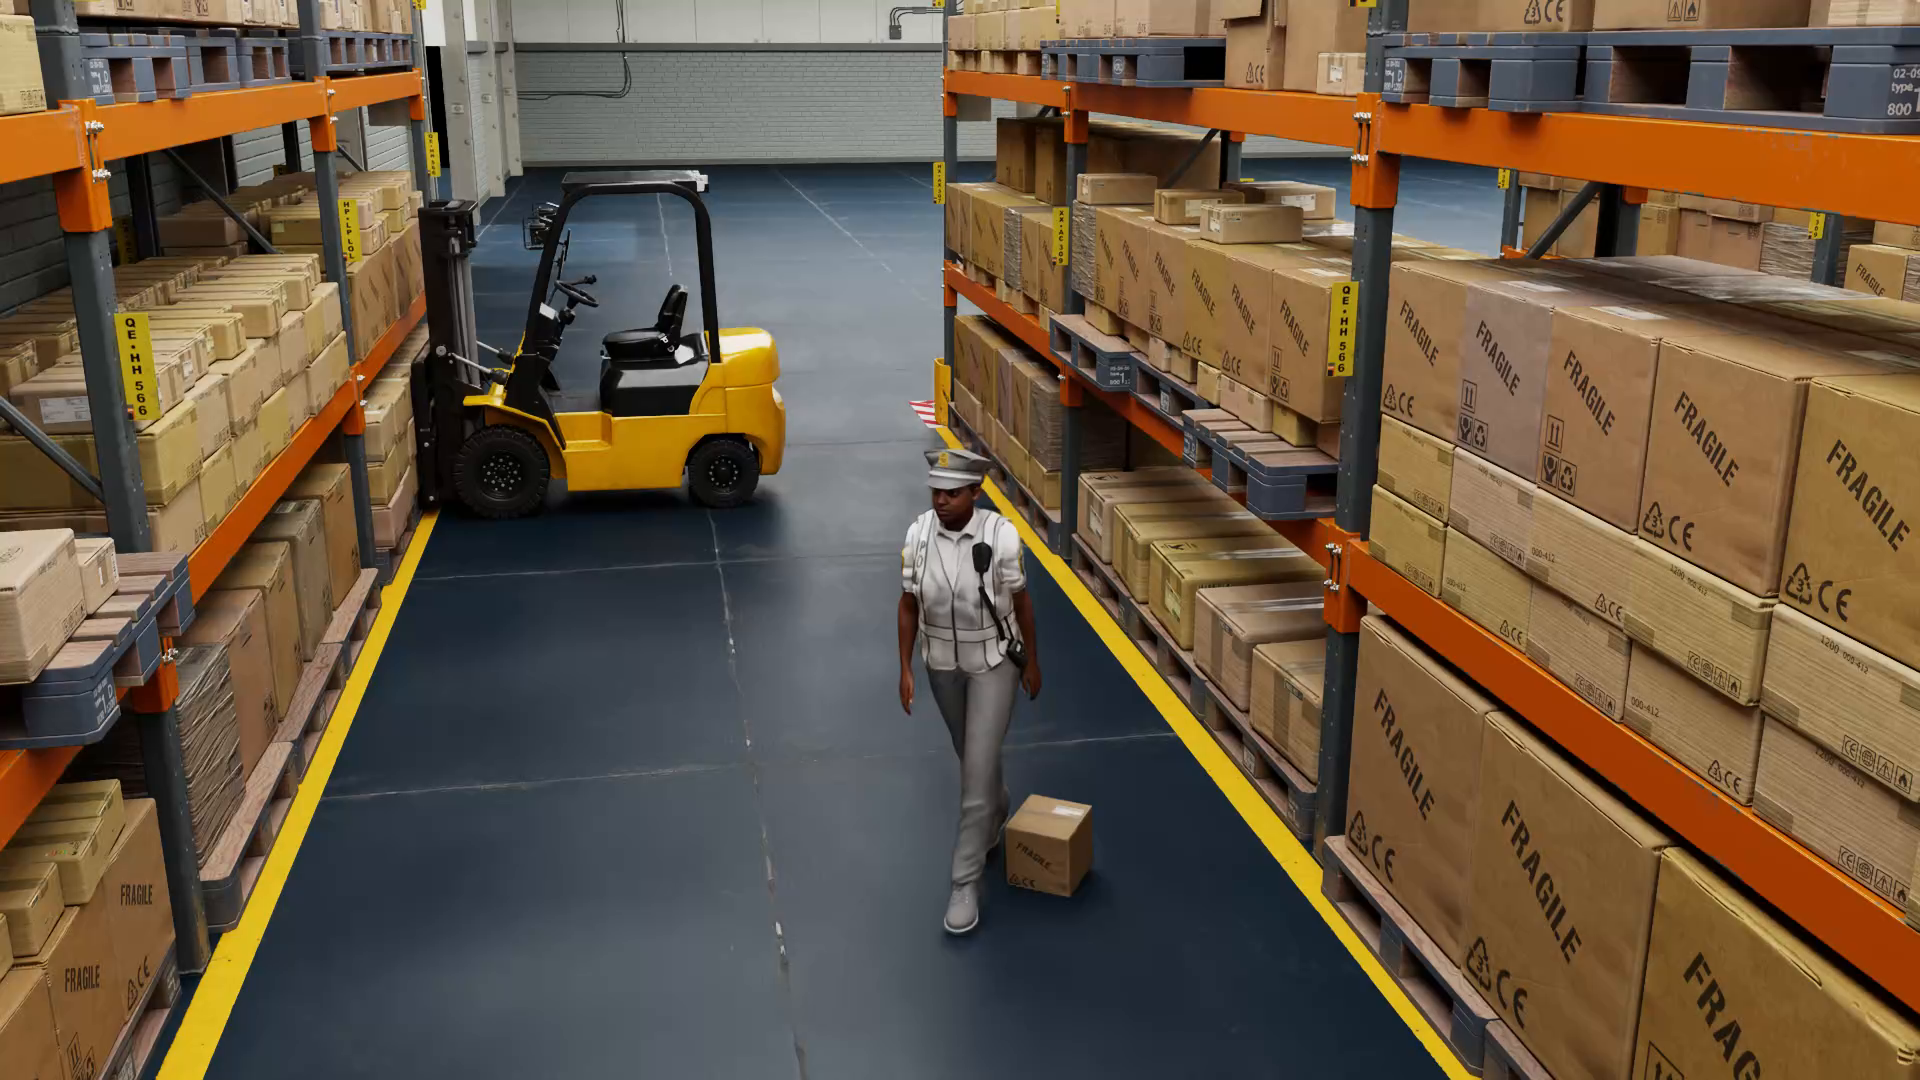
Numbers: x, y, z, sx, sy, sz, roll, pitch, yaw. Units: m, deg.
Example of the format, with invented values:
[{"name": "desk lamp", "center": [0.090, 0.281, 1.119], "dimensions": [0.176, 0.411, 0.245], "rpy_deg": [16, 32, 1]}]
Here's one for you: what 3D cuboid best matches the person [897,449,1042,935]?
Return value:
[{"name": "person", "center": [0.007, 0.452, 5.971], "dimensions": [0.476, 1.652, 0.853], "rpy_deg": [7, 18, 23]}]
